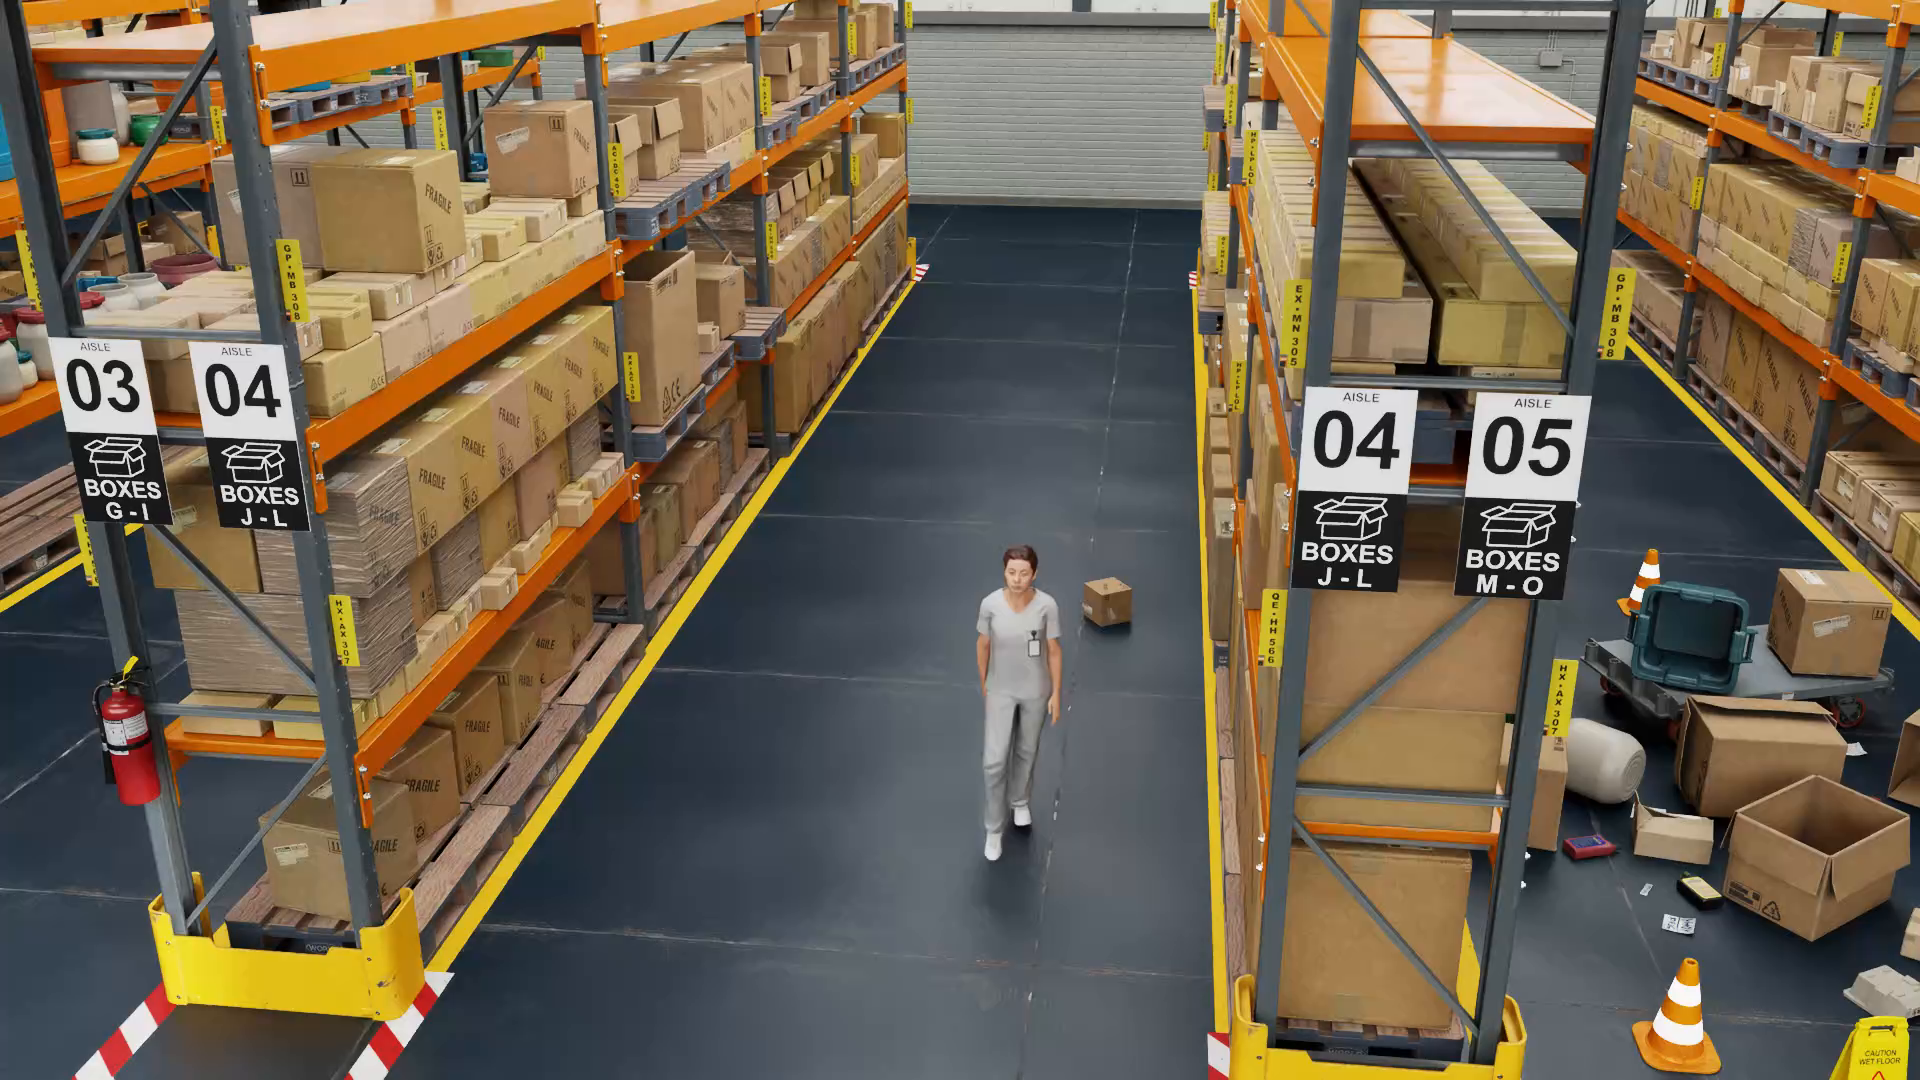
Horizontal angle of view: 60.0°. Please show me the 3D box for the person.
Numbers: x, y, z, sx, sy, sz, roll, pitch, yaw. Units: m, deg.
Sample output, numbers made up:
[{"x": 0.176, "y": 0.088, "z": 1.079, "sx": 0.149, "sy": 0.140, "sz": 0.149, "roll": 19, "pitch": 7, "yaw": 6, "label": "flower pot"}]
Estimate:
[{"x": 0.315, "y": 0.856, "z": 8.915, "sx": 0.457, "sy": 1.726, "sz": 0.578, "roll": 0, "pitch": 21, "yaw": 0, "label": "person"}]
